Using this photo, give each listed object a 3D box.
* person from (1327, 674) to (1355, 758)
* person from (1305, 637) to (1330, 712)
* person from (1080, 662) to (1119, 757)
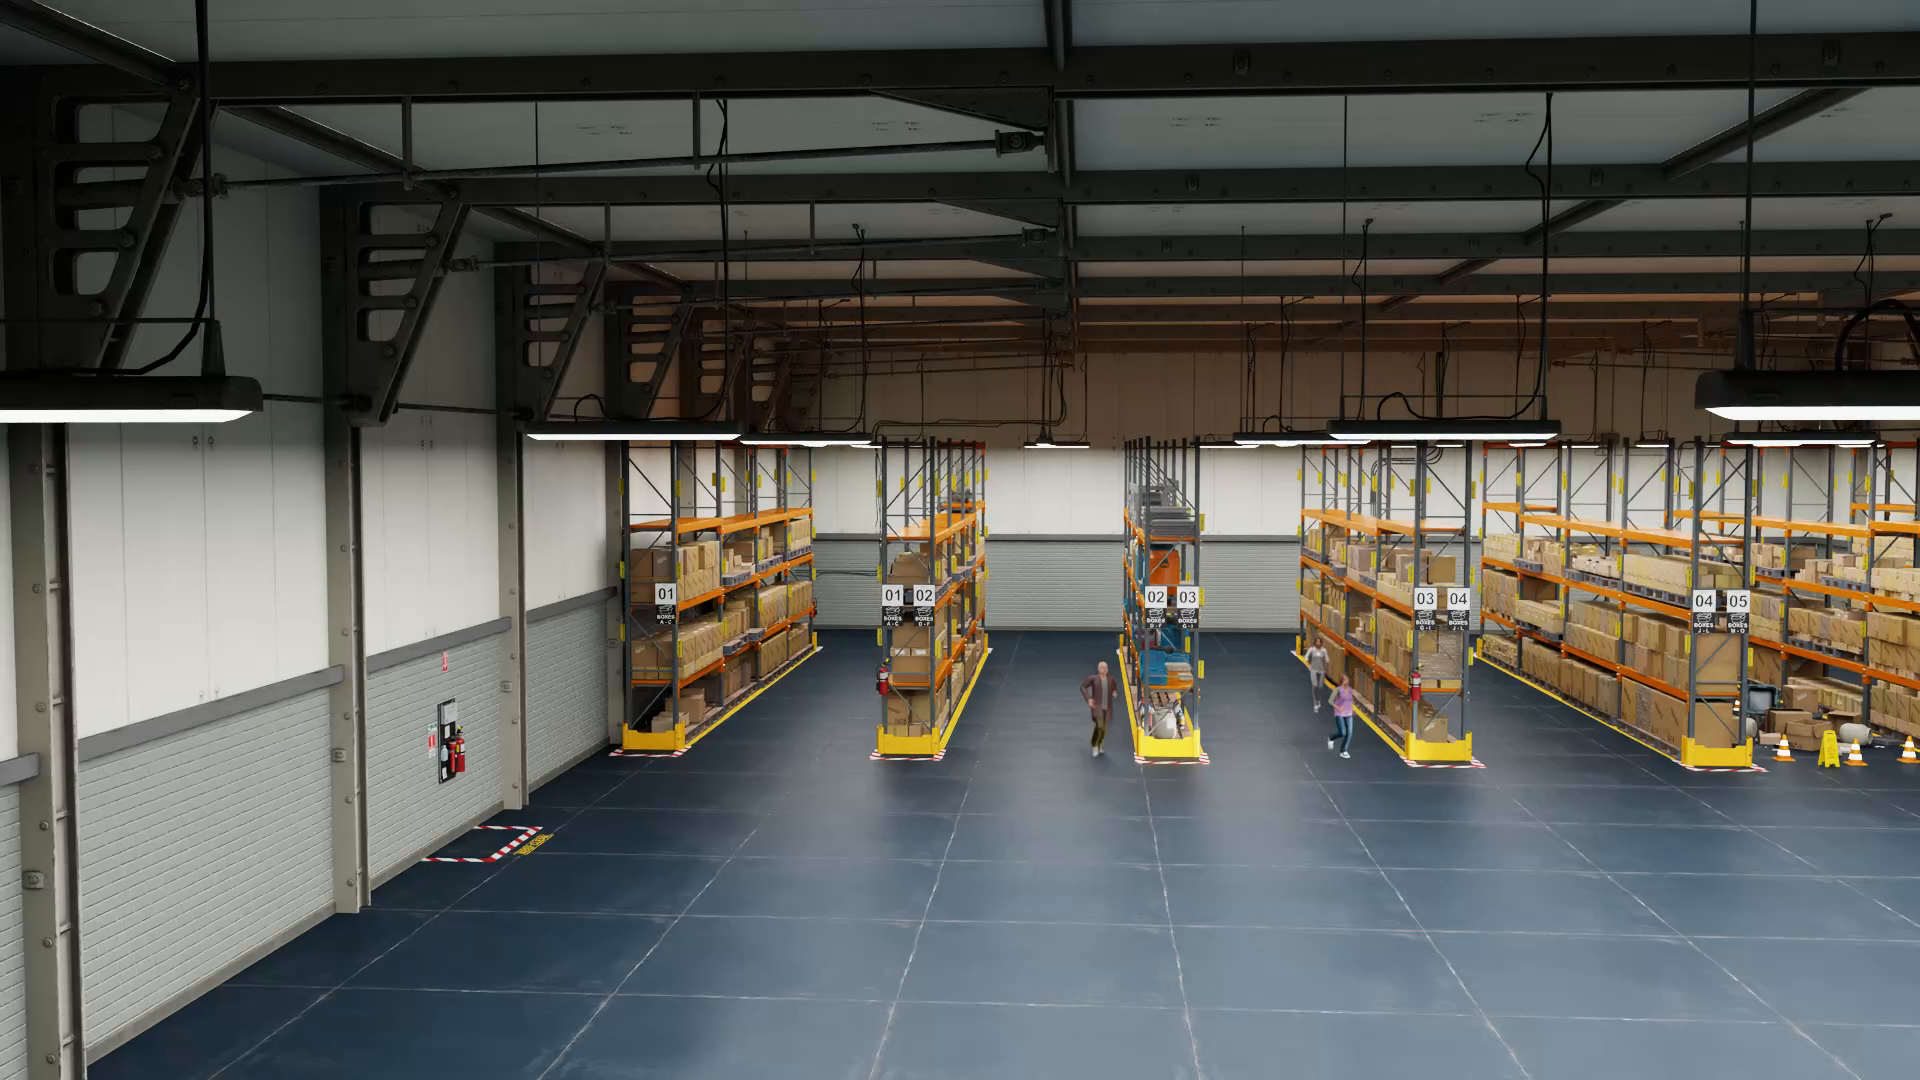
[{"bbox_3d":[7.149,3.289,31.142,0.579,1.538,0.594,-1,3,-25],"label":"person"},{"bbox_3d":[7.904,2.952,36.741,0.522,1.636,0.690,0,3,4],"label":"person"},{"bbox_3d":[2.669,3.188,31.220,0.700,1.780,0.734,-1,3,-18],"label":"person"}]
